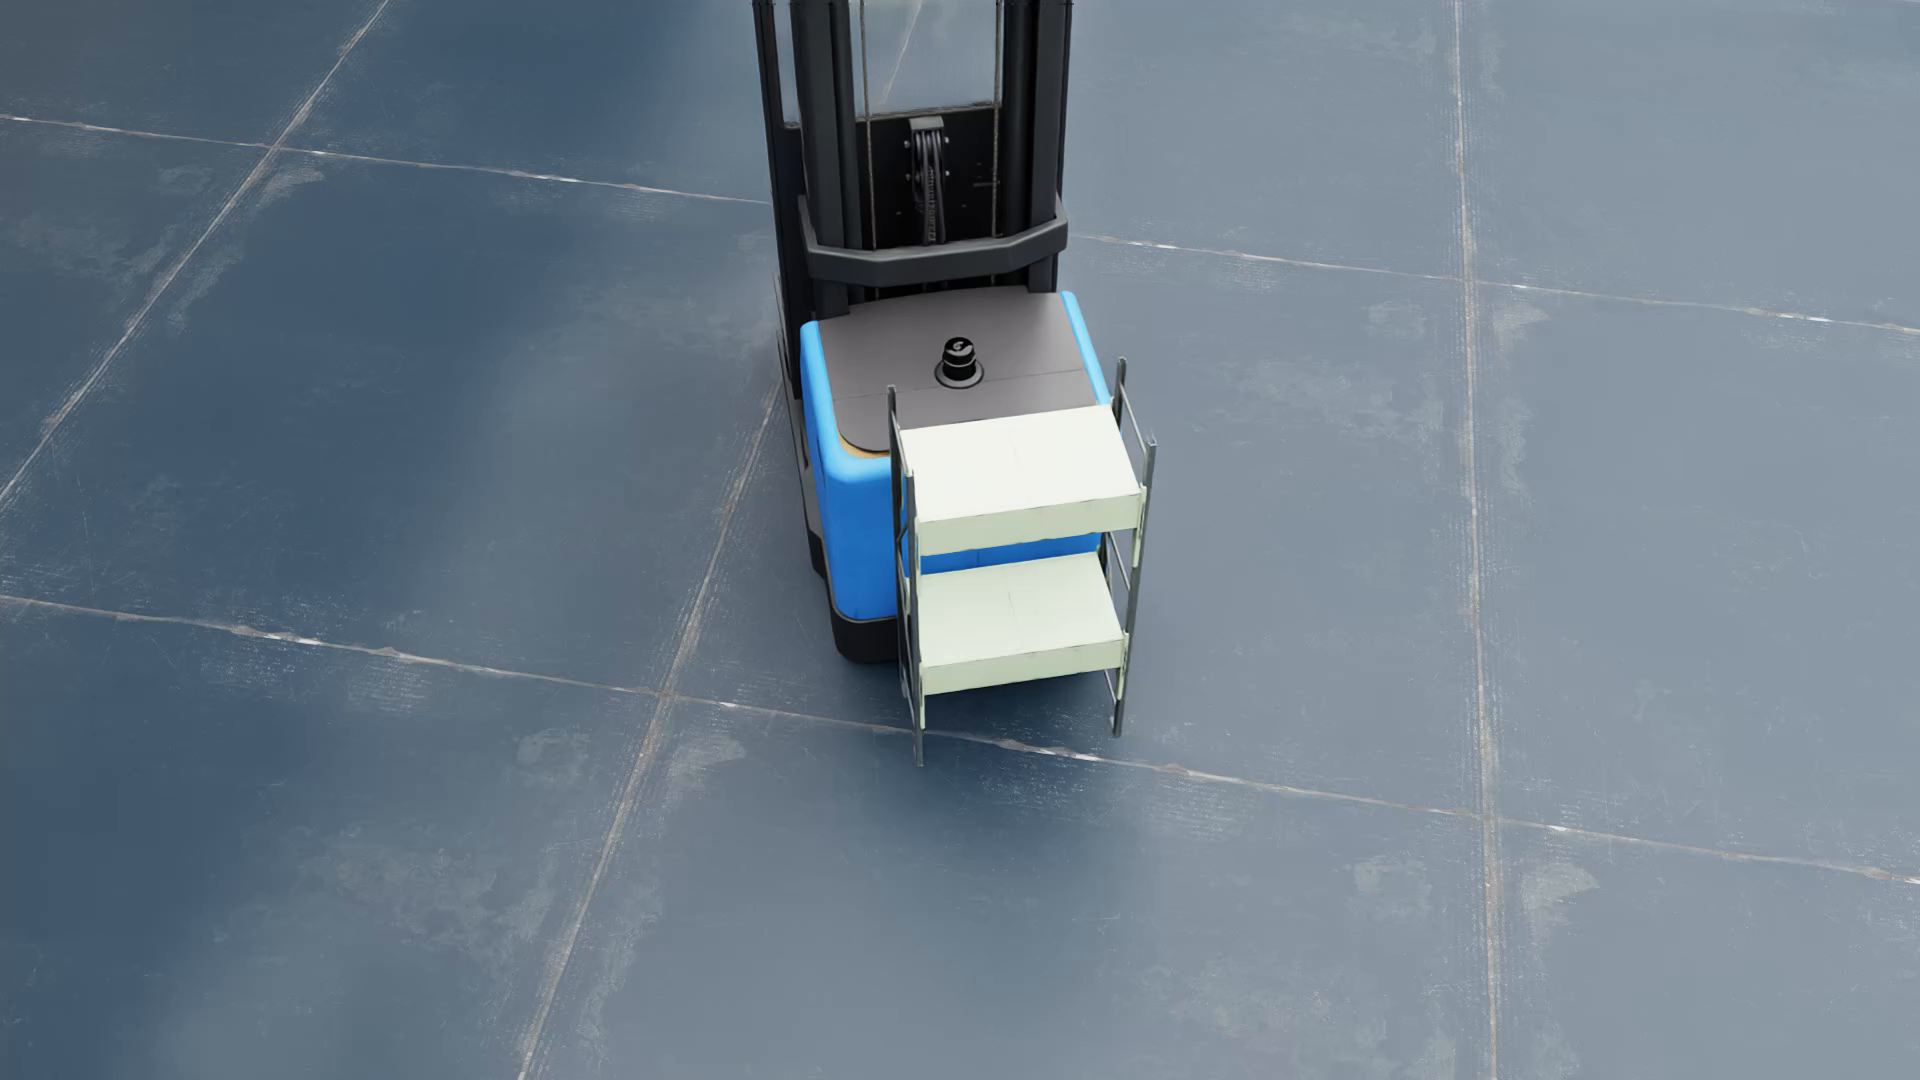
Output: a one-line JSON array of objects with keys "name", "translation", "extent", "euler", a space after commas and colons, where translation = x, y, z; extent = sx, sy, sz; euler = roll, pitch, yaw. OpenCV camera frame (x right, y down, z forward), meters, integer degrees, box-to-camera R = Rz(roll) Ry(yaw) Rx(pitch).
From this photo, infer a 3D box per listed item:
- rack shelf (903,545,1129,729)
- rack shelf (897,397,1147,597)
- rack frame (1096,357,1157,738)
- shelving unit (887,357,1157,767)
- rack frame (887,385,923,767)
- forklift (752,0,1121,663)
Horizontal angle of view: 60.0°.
[{"name": "rack shelf", "translation": [0.181, 0.339, 5.847], "extent": [0.720, 0.370, 0.431], "euler": [-8, 49, -7]}, {"name": "rack shelf", "translation": [0.181, -0.140, 5.315], "extent": [0.720, 0.370, 0.431], "euler": [-8, 49, -7]}, {"name": "rack frame", "translation": [0.541, 0.073, 5.648], "extent": [0.023, 1.500, 0.400], "euler": [-8, 49, -7]}, {"name": "shelving unit", "translation": [0.181, 0.121, 5.605], "extent": [0.755, 1.500, 0.431], "euler": [-8, 49, -7]}, {"name": "rack frame", "translation": [-0.179, 0.170, 5.561], "extent": [0.023, 1.500, 0.400], "euler": [-8, 49, -7]}, {"name": "forklift", "translation": [-0.202, -1.637, 6.222], "extent": [1.130, 2.935, 3.031], "euler": [-8, 49, -7]}]
